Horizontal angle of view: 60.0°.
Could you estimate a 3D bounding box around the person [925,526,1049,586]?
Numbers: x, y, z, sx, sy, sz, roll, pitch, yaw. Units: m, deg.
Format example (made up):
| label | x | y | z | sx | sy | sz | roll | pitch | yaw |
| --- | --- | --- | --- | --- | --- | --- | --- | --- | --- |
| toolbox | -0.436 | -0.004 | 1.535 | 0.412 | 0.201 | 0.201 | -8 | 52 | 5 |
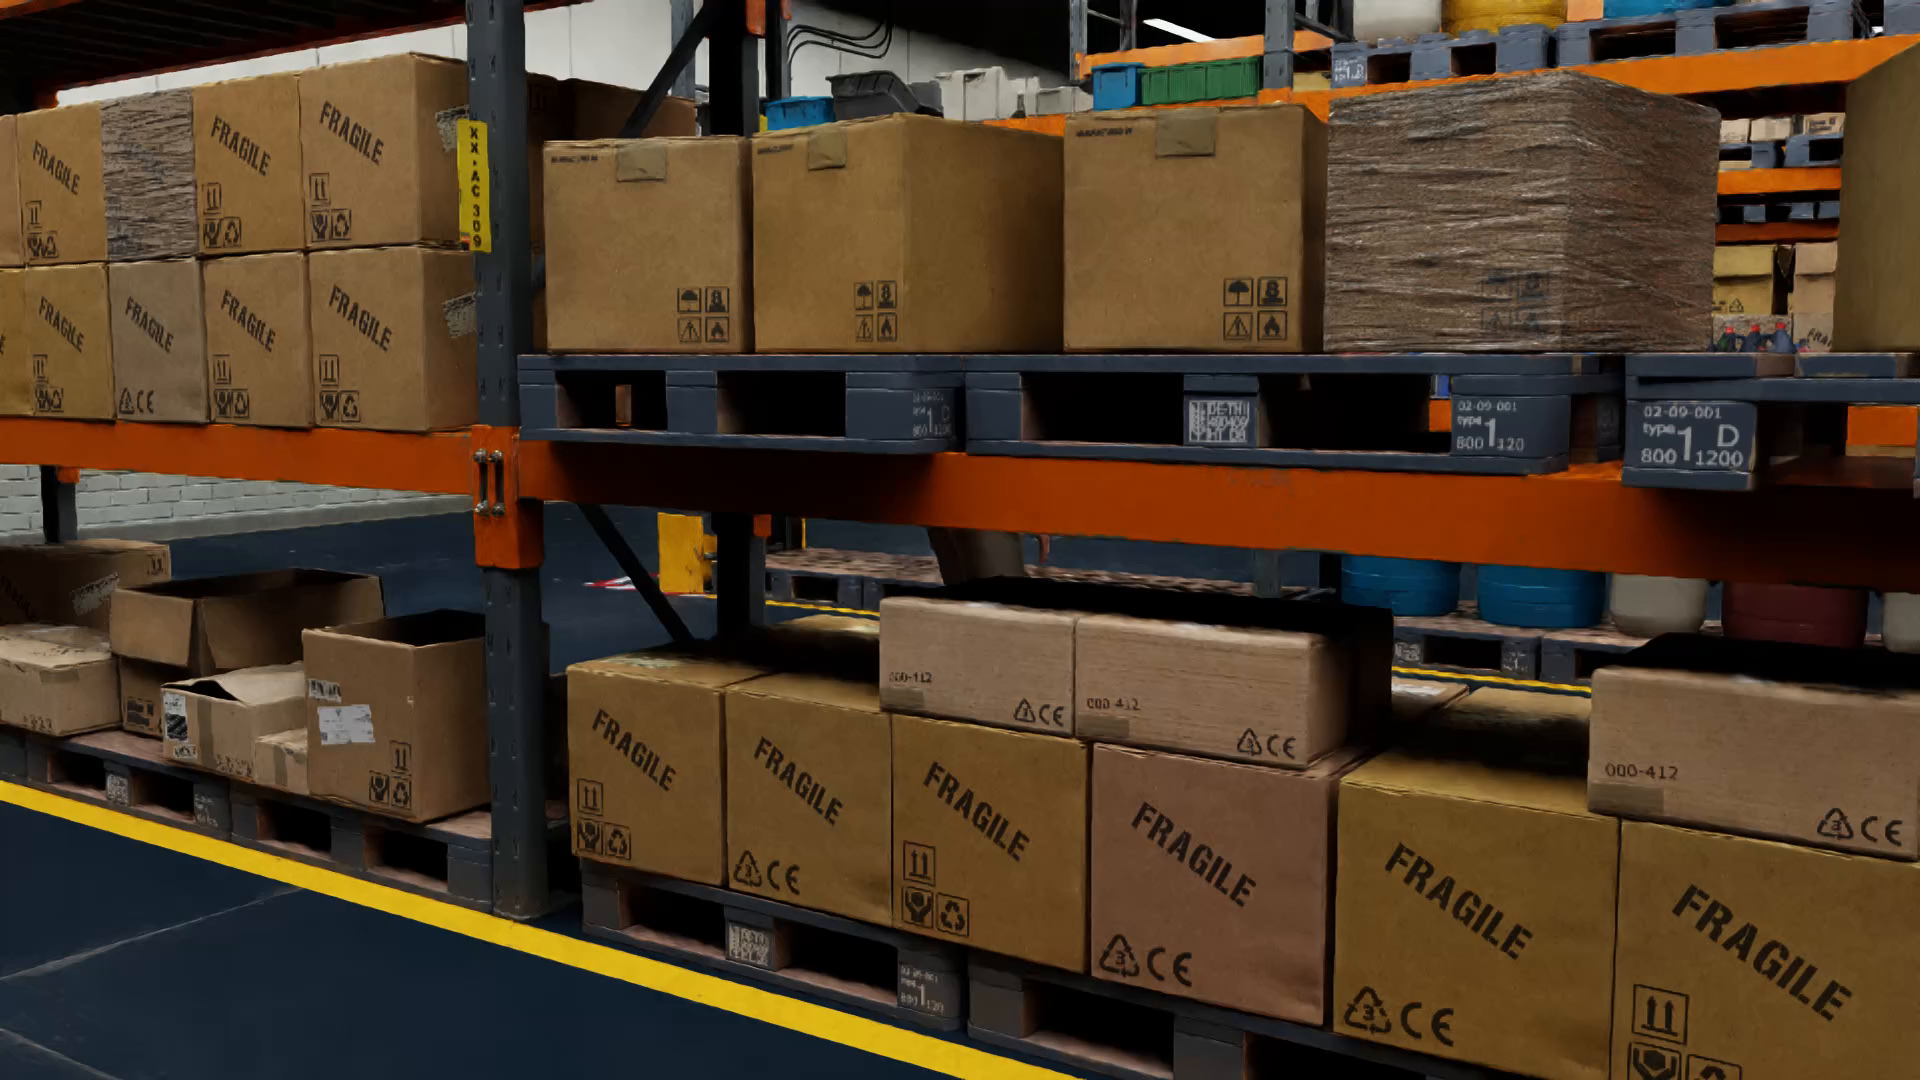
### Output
| label | x | y | z | sx | sy | sz | roll | pitch | yaw |
| --- | --- | --- | --- | --- | --- | --- | --- | --- | --- |
| person | 0.057 | -0.071 | 6.375 | 0.444 | 1.724 | 0.597 | -4 | 8 | -36 |
